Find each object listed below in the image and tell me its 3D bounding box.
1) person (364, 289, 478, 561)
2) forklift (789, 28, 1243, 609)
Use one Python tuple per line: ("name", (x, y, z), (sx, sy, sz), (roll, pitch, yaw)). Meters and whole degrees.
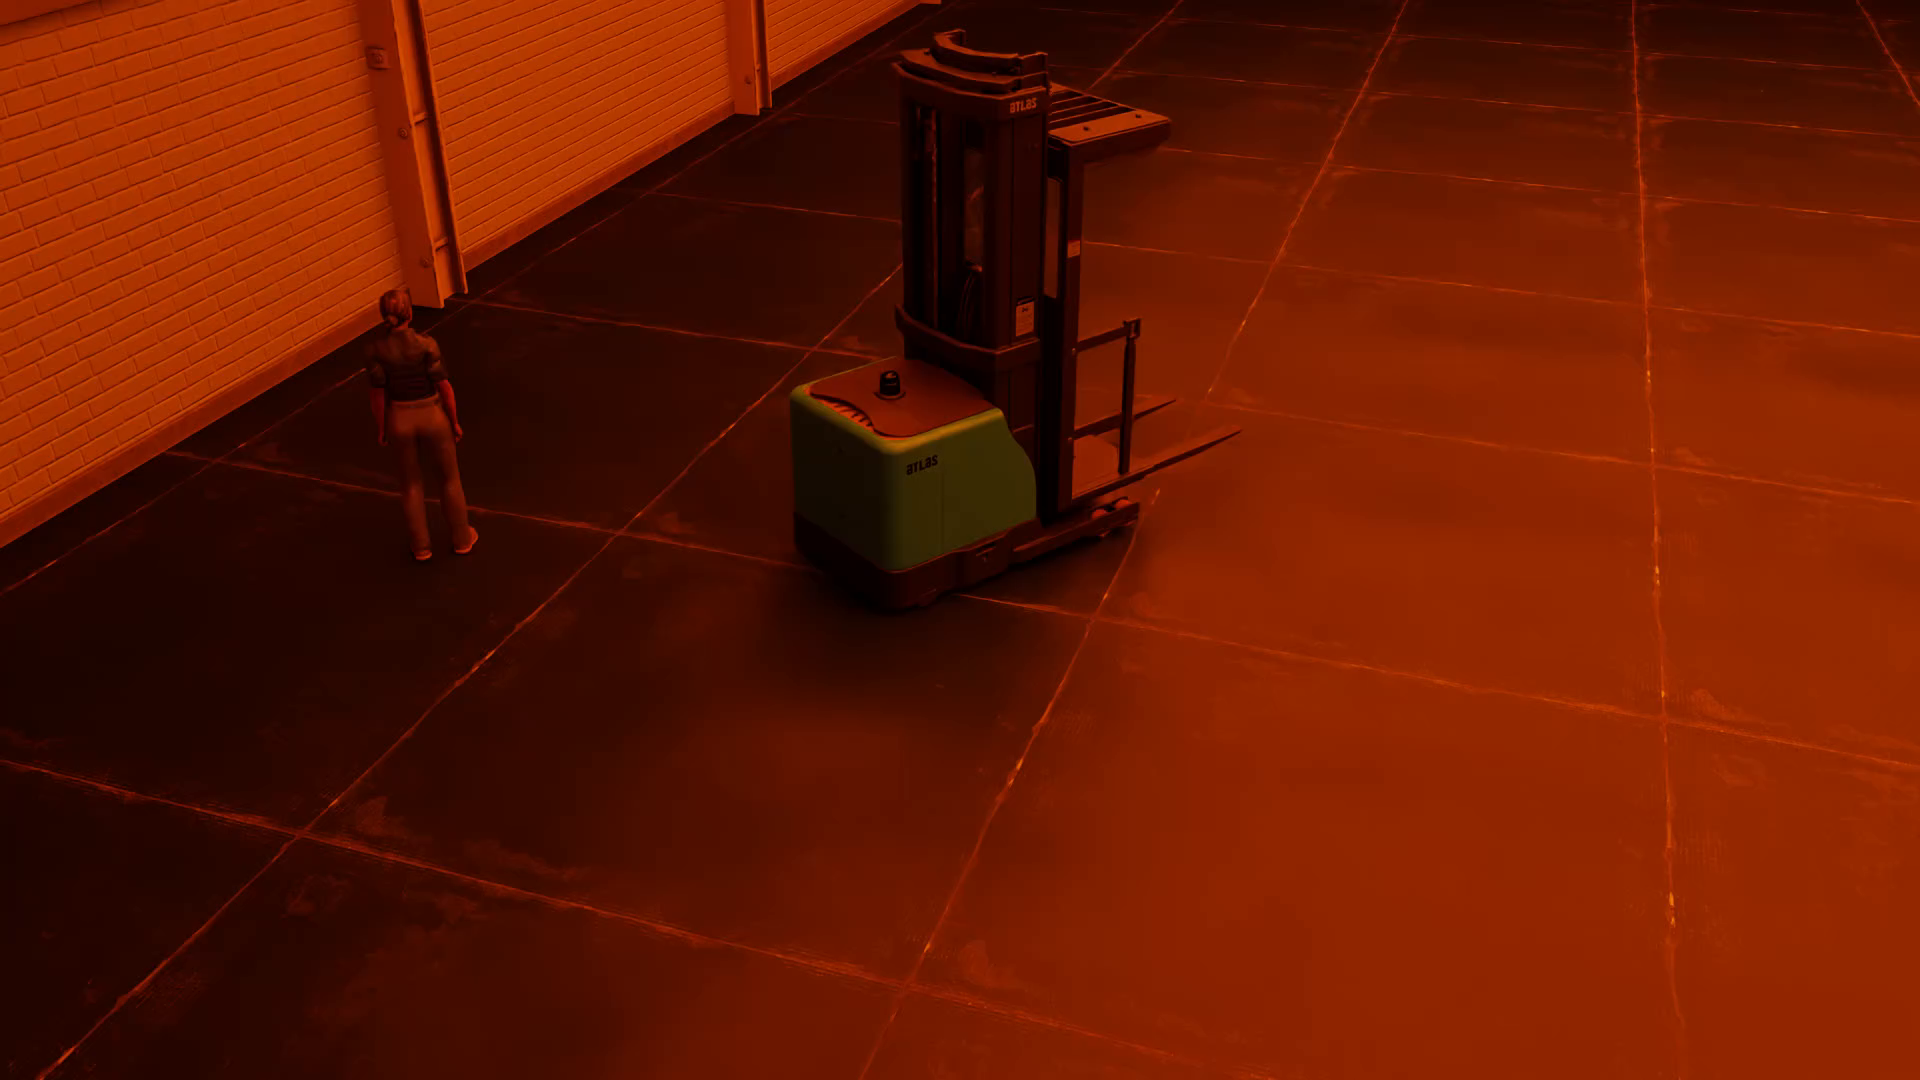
("person", (-3.124, -0.670, 9.600), (0.475, 1.663, 0.335), (-6, 30, -10))
("forklift", (0.476, -1.476, 9.725), (3.031, 2.935, 1.130), (-22, 36, -33))
